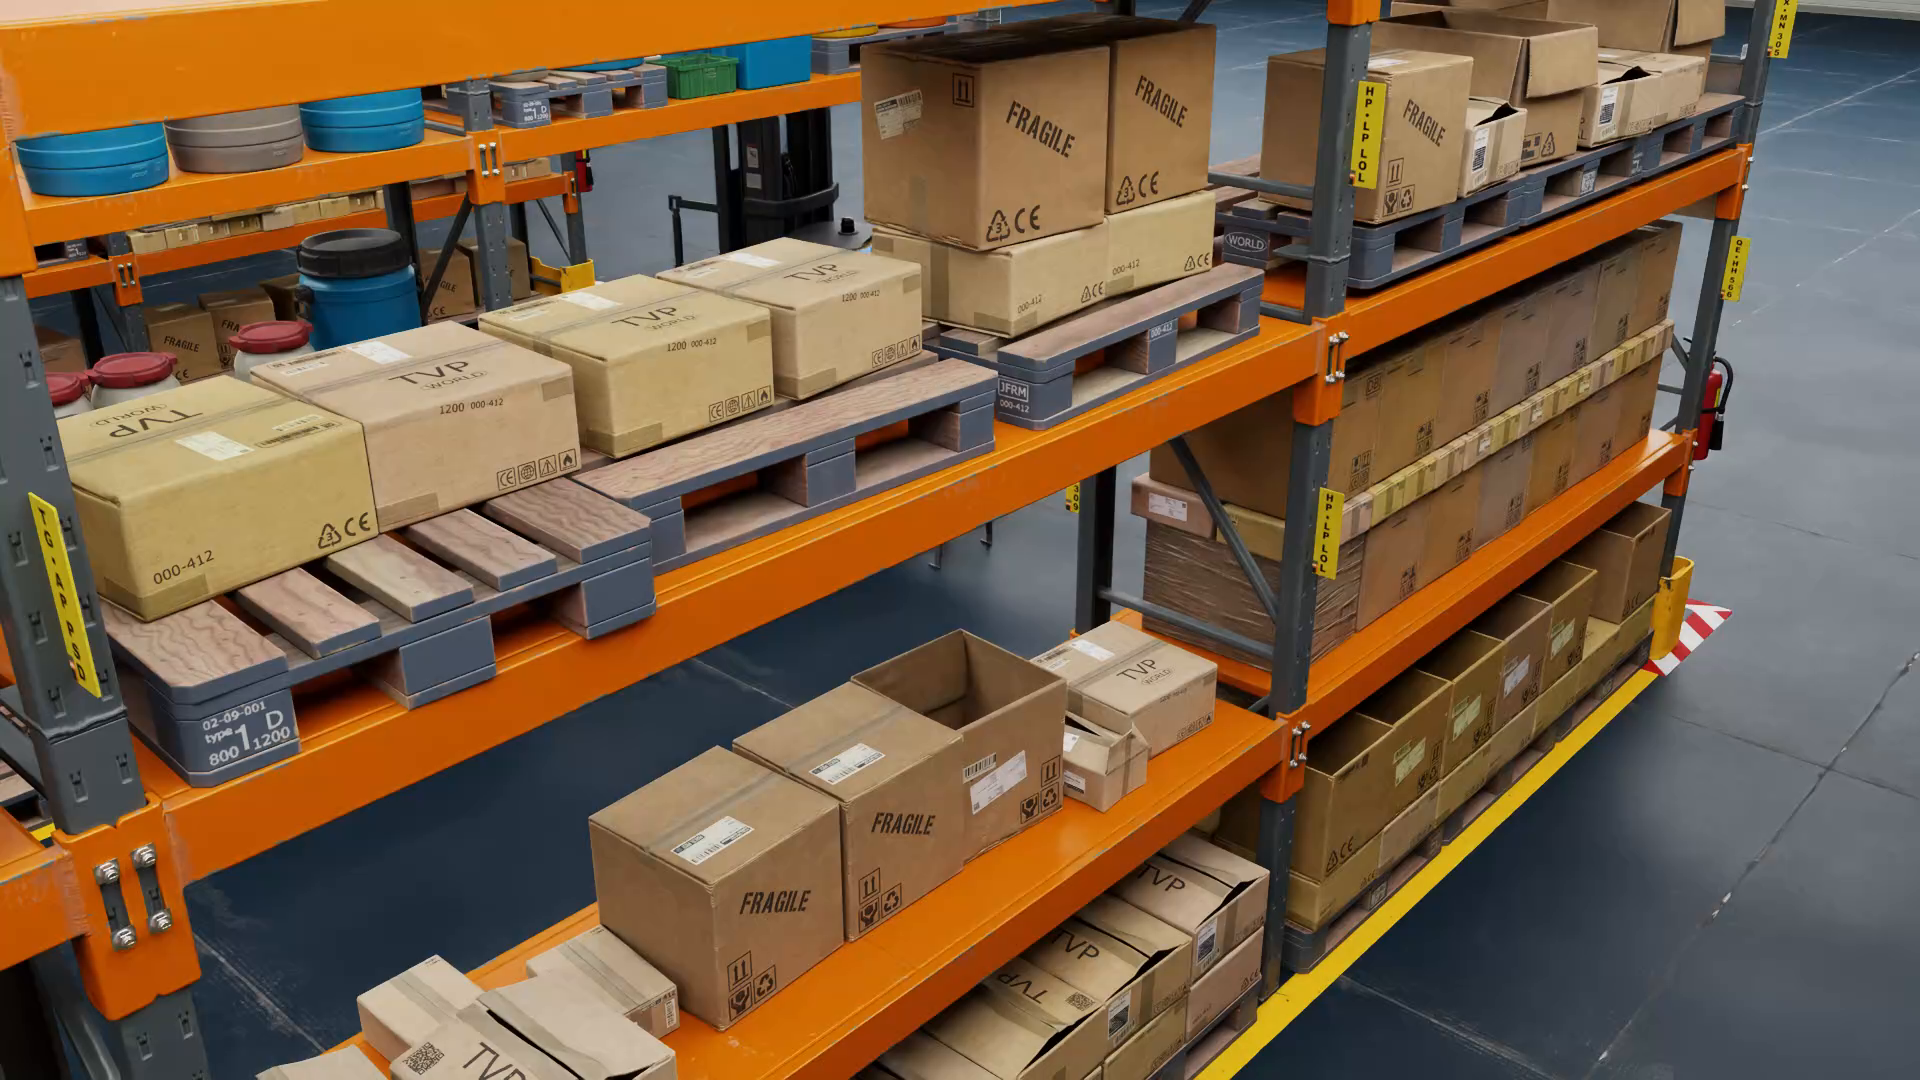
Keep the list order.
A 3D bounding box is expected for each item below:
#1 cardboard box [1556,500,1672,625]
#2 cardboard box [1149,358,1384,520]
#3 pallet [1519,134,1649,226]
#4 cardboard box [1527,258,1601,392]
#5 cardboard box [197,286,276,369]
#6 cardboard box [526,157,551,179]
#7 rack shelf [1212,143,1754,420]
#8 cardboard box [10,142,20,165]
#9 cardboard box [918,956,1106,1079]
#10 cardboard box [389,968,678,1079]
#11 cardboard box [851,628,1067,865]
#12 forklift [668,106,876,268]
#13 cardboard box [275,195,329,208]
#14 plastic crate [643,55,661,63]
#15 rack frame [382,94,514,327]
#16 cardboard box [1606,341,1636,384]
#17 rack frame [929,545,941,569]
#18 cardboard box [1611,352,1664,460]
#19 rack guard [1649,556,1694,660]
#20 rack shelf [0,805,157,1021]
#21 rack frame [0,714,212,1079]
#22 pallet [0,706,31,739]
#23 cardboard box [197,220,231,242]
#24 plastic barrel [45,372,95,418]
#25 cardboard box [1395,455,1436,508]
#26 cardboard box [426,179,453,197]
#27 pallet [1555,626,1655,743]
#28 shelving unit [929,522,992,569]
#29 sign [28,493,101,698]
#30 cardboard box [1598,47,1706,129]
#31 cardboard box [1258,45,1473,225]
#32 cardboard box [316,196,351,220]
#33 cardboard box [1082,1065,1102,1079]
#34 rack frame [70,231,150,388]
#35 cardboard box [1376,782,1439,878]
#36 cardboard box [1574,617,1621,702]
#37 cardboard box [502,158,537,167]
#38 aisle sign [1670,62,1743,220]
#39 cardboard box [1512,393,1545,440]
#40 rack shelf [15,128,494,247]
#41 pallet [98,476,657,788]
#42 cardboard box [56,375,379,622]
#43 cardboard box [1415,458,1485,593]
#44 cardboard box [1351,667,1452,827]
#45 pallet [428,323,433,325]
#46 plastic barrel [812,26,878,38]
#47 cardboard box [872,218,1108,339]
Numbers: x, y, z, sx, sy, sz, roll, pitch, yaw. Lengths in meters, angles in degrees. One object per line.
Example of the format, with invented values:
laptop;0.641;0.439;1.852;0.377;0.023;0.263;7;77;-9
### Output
cardboard box;3.406;0.072;8.854;0.500;0.500;0.500;20;31;38
cardboard box;1.164;-0.449;6.378;0.700;0.500;0.500;20;31;38
pallet;2.237;-1.640;7.183;1.003;0.211;1.213;20;31;38
cardboard box;2.503;-1.061;7.741;0.700;0.500;0.500;20;31;38
cardboard box;-5.829;-1.719;13.461;0.500;0.500;0.500;-13;27;-27
cardboard box;-3.869;-3.342;14.844;0.380;0.149;0.250;20;31;38
rack shelf;2.207;-1.325;7.251;1.077;0.370;4.000;20;31;38
cardboard box;-7.137;-2.642;11.731;1.000;1.000;1.000;20;31;38
cardboard box;0.138;1.646;5.575;0.500;0.311;0.500;20;31;37
cardboard box;-1.056;1.365;4.148;0.500;0.311;0.500;20;31;37
cardboard box;-0.004;0.670;5.468;0.500;0.500;0.500;-22;32;-39
forklift;-1.891;-3.077;14.029;3.031;2.935;1.130;13;27;27
cardboard box;-5.537;-3.005;13.300;0.875;0.500;0.500;20;31;38
plastic crate;-2.043;-2.876;10.155;0.243;0.136;0.396;20;31;38
rack frame;-2.814;-1.028;9.377;1.000;3.000;0.127;20;31;38
cardboard box;3.085;-0.909;8.195;0.380;0.149;0.250;20;31;37
rack frame;-0.273;-0.833;10.042;0.400;2.100;0.015;20;31;38
cardboard box;3.221;-0.800;8.747;0.700;0.500;0.500;20;31;38
rack guard;3.558;0.240;9.604;1.175;0.500;0.348;20;31;38
rack shelf;-3.132;1.113;1.815;1.077;0.370;4.000;20;31;38
rack frame;-1.797;1.544;3.640;1.000;3.000;0.127;20;31;38
pallet;-4.123;0.867;8.558;1.003;0.211;1.213;20;31;38
cardboard box;-5.812;-2.406;12.757;0.380;0.149;0.250;20;31;38
plastic barrel;-4.394;-0.504;8.041;0.433;0.535;0.433;0;24;0
cardboard box;1.709;-0.281;6.796;0.380;0.149;0.250;20;31;37
cardboard box;-4.541;-3.039;14.168;0.380;0.149;0.250;20;31;38
pallet;3.063;0.623;9.102;1.003;0.211;1.213;20;31;38
shelving unit;-0.110;-0.908;10.208;0.431;2.100;0.503;20;31;38
sign;-1.394;0.088;2.589;0.100;0.325;0.005;20;31;38
cardboard box;2.970;-2.026;7.436;0.500;0.250;0.500;20;31;38
cardboard box;1.405;-1.426;5.791;0.500;0.500;0.500;-21;32;-39
cardboard box;-5.143;-2.710;13.436;0.380;0.149;0.250;20;31;38
cardboard box;0.132;1.903;5.686;0.500;0.250;0.500;21;32;39
rack frame;-6.502;-2.381;12.394;1.000;3.000;0.127;20;31;38
cardboard box;1.745;1.179;7.302;0.500;0.250;0.500;20;31;38
cardboard box;3.080;0.569;8.662;0.500;0.250;0.500;20;31;38
cardboard box;-4.220;-3.621;14.674;0.875;0.500;0.500;20;31;38
aisle sign;3.805;-2.020;8.410;0.394;0.787;0.004;20;31;38
cardboard box;2.396;-0.594;7.492;0.380;0.149;0.250;20;31;37
rack shelf;-4.148;-1.460;7.552;1.077;0.370;4.000;20;31;38
pallet;-1.411;0.030;3.581;1.213;0.211;1.003;22;32;40
cardboard box;-1.536;-0.102;3.314;0.500;0.250;0.500;17;29;34
cardboard box;1.849;-0.172;7.344;0.700;0.500;0.500;21;31;38
cardboard box;1.743;0.836;7.151;0.500;0.500;0.500;20;31;38
pallet;-5.266;-1.696;14.275;1.003;0.211;1.213;20;31;38
plastic barrel;-0.810;-3.511;10.505;0.600;0.588;0.600;0;24;0
cardboard box;0.090;-0.814;4.902;0.500;0.250;0.500;17;29;33
